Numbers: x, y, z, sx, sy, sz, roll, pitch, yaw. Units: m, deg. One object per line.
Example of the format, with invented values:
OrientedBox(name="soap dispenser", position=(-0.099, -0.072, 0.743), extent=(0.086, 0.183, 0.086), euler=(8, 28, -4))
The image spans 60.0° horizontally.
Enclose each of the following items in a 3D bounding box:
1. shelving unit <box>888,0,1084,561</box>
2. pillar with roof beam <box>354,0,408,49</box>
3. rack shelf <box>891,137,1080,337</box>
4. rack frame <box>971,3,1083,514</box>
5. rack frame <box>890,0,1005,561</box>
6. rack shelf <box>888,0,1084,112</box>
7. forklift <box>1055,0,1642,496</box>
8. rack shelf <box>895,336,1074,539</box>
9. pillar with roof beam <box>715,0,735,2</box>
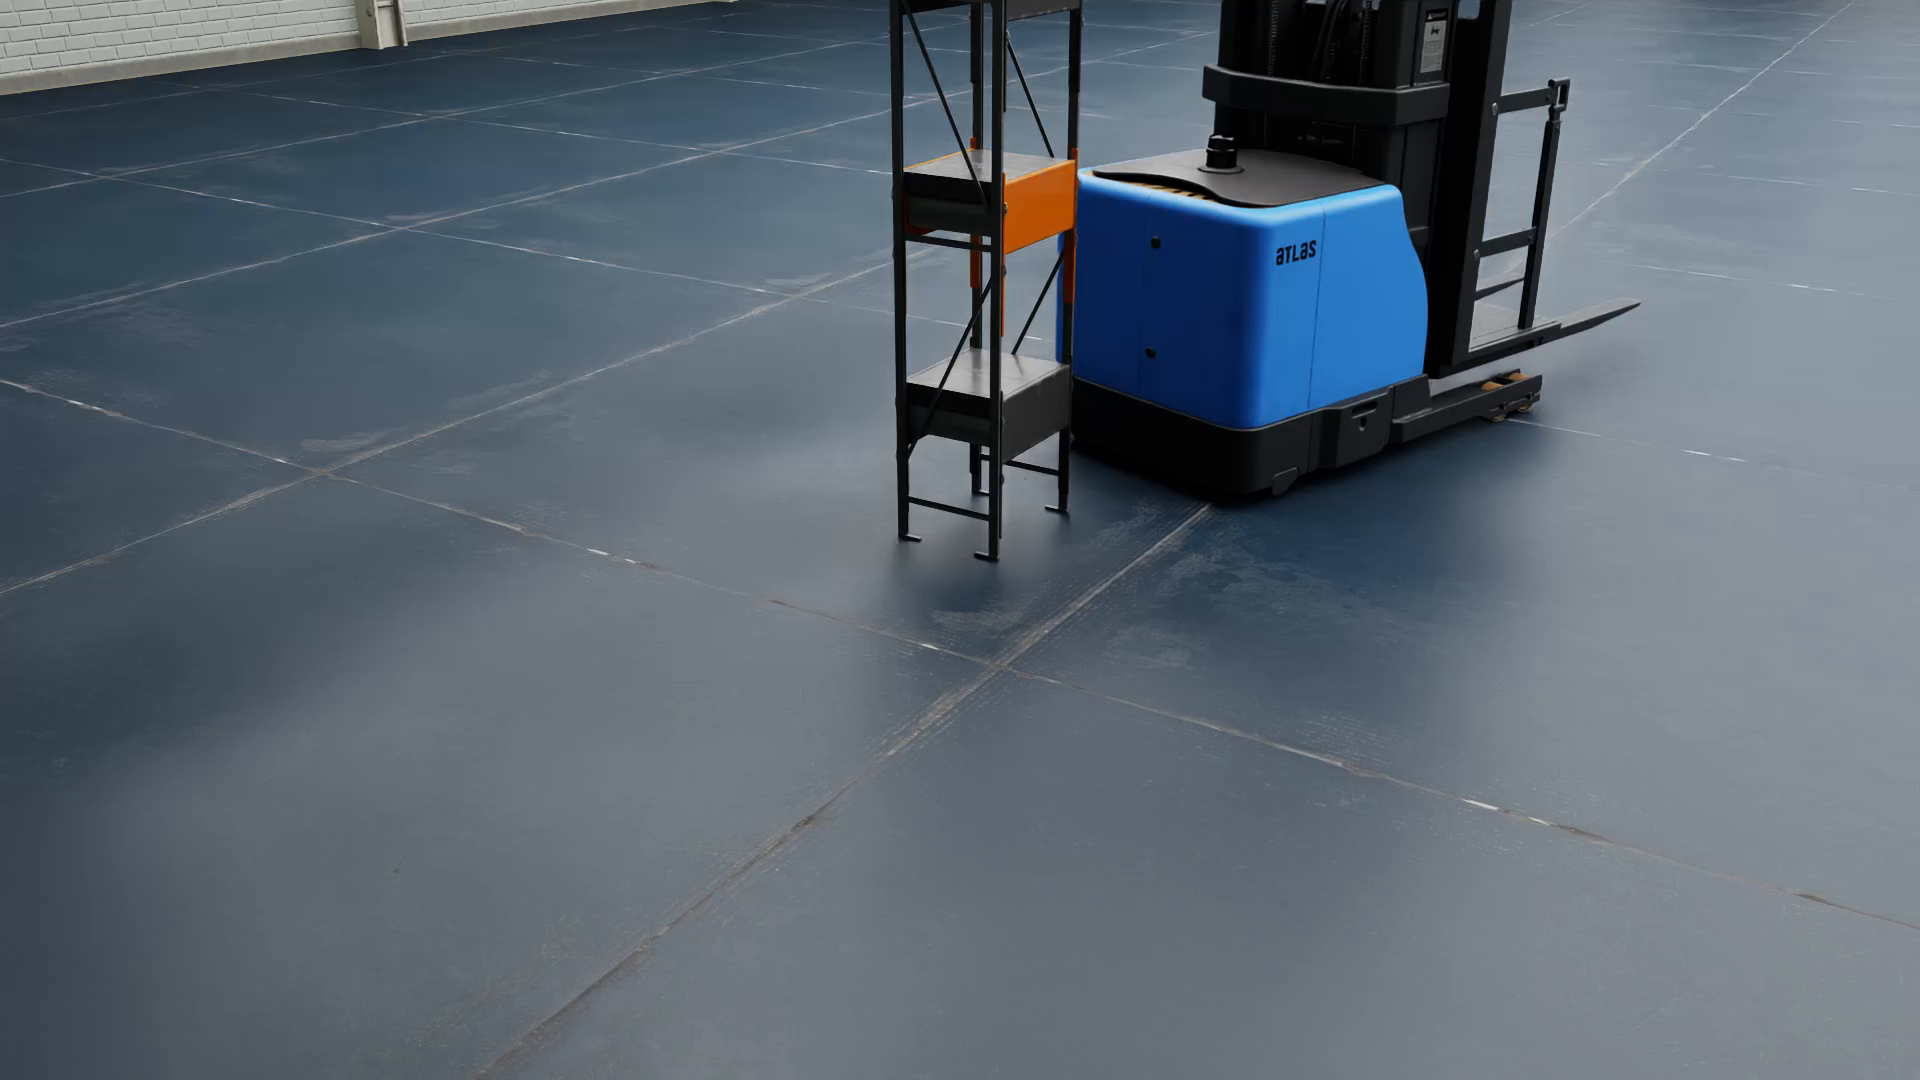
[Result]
OrientedBox(name="shelving unit", position=(0.087, -1.019, 5.462), extent=(0.431, 2.100, 0.503), euler=(14, 27, 29))
OrientedBox(name="pillar with roof beam", position=(-2.675, -8.655, 14.416), extent=(9.100, 9.000, 0.400), euler=(14, 27, 29))
OrientedBox(name="rack shelf", position=(0.087, -1.007, 5.467), extent=(0.431, 0.518, 0.480), euler=(14, 27, 29))
OrientedBox(name="rack frame", position=(0.216, -1.102, 5.652), extent=(0.400, 2.100, 0.015), euler=(14, 27, 29))
OrientedBox(name="rack frame", position=(-0.041, -0.937, 5.272), extent=(0.400, 2.100, 0.015), euler=(14, 27, 29))
OrientedBox(name="rack shelf", position=(0.087, -1.649, 5.189), extent=(0.431, 0.518, 0.480), euler=(14, 27, 29))
OrientedBox(name="forklift", position=(1.813, -1.973, 6.619), extent=(3.031, 2.935, 1.130), euler=(-18, 29, -36))
OrientedBox(name="rack shelf", position=(0.087, -0.365, 5.745), extent=(0.431, 0.518, 0.480), euler=(14, 27, 29))
OrientedBox(name="pillar with roof beam", position=(0.490, -10.680, 19.094), extent=(9.100, 9.000, 0.400), euler=(14, 27, 29))
